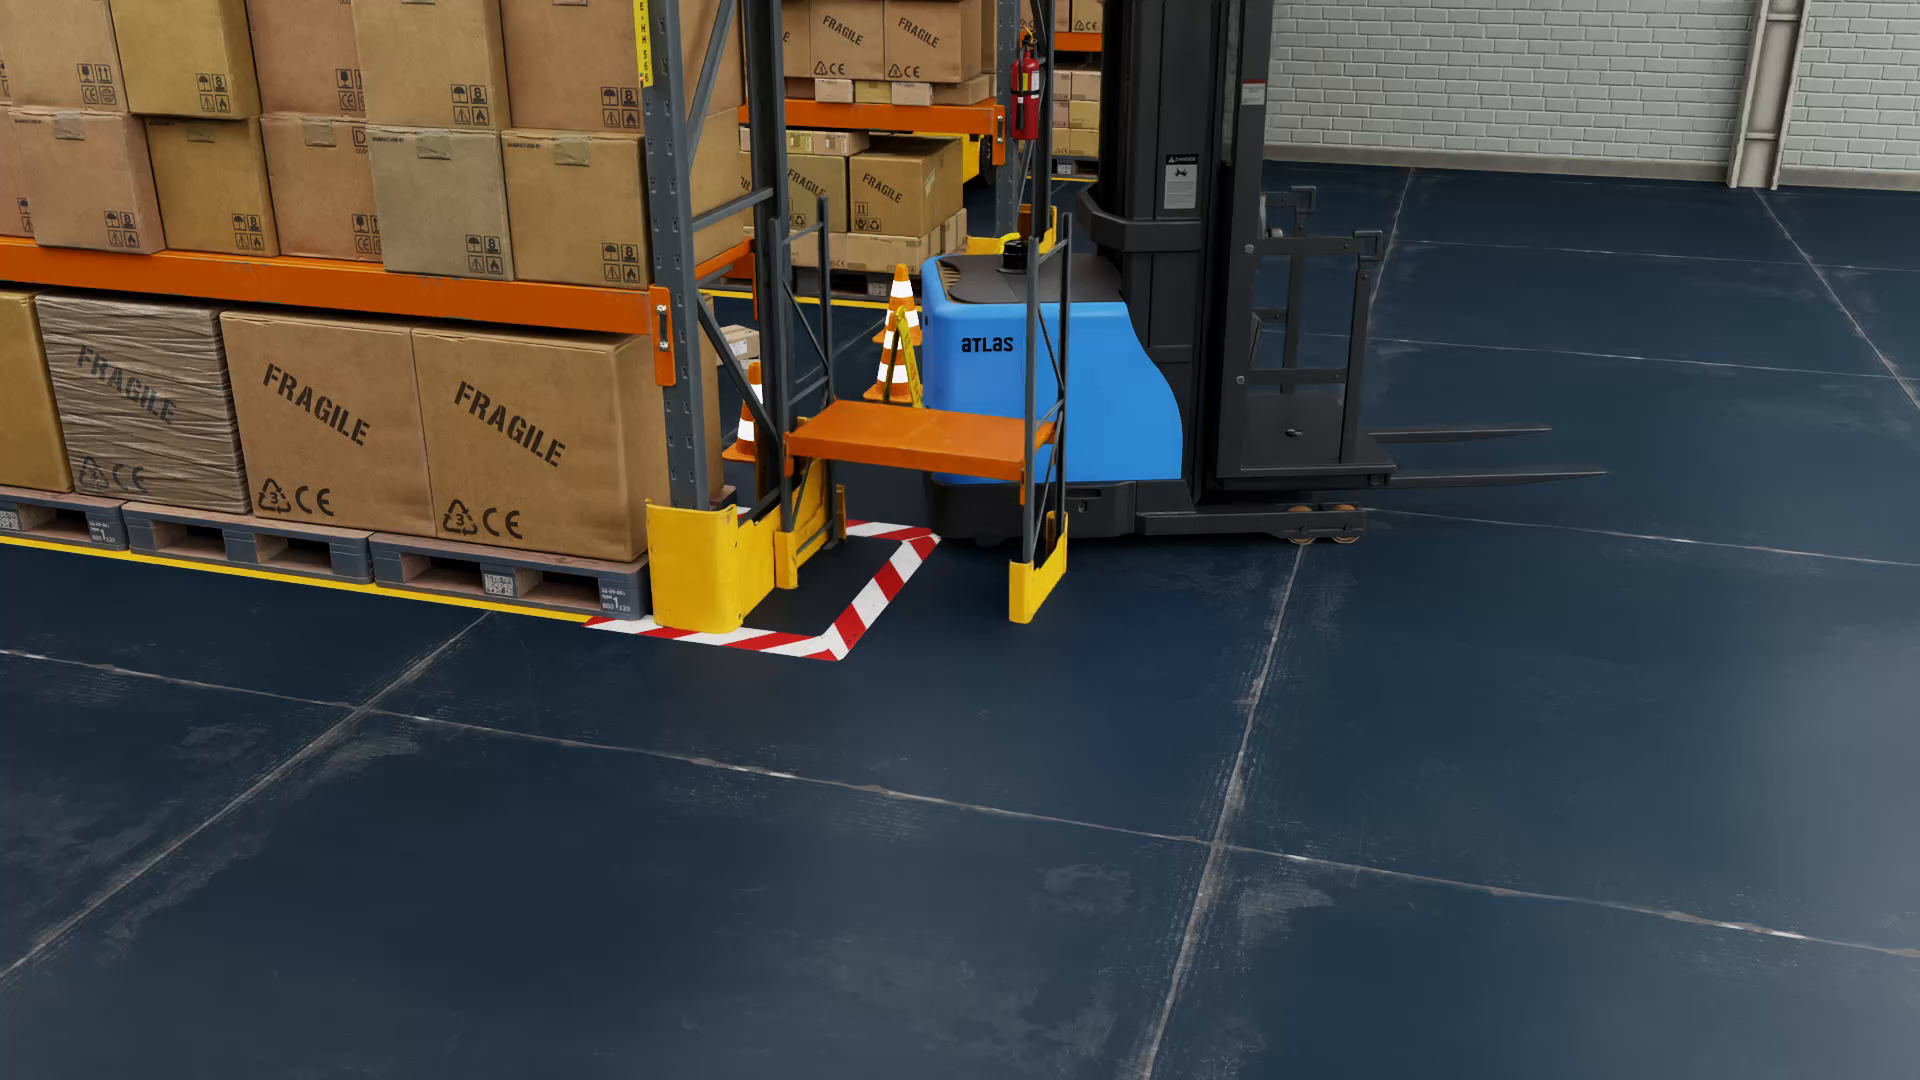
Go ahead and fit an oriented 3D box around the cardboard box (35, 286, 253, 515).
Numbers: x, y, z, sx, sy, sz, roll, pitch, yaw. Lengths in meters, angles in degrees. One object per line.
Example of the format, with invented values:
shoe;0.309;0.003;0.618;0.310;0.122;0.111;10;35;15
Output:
cardboard box;-3.286;-0.712;7.299;0.875;0.875;0.875;7;23;16

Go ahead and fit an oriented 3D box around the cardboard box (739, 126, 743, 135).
cardboard box;-1.779;-2.693;11.964;0.500;0.500;0.500;8;24;18

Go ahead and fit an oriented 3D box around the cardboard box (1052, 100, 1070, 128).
cardboard box;0.827;-4.019;15.527;0.500;0.250;0.500;6;23;15

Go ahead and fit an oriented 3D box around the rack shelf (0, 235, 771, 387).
rack shelf;-2.817;-1.140;7.045;4.000;0.370;1.077;7;23;16

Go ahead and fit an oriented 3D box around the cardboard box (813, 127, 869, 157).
cardboard box;-0.783;-2.641;10.984;0.250;0.149;0.380;7;23;17

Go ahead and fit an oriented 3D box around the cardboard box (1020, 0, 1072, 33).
cardboard box;0.820;-4.932;15.210;0.500;0.500;0.500;7;23;17

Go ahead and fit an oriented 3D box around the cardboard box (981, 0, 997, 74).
cardboard box;0.057;-3.400;11.082;0.500;0.500;0.500;6;23;15

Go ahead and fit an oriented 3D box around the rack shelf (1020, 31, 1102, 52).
rack shelf;-0.054;-4.754;15.854;4.000;0.370;1.077;7;23;16

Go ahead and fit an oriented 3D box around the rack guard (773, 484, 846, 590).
rack guard;-0.625;-0.020;6.989;0.087;0.250;0.587;7;23;17

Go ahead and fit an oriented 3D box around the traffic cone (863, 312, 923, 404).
traffic cone;-0.349;-1.027;9.165;0.334;0.463;0.336;7;23;16

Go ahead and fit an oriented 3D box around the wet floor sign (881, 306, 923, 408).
wet floor sign;-0.303;-0.881;8.567;0.232;0.644;0.267;3;22;6

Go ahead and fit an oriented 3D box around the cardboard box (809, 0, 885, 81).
cardboard box;-0.647;-3.263;10.749;0.500;0.500;0.500;7;23;16

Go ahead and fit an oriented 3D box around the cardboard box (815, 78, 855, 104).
cardboard box;-0.758;-2.951;10.843;0.250;0.149;0.380;7;23;16

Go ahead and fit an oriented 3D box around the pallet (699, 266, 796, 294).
pallet;-1.574;-2.018;11.911;1.213;0.211;1.003;7;23;16

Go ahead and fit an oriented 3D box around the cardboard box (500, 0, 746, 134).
cardboard box;-1.247;-1.877;6.274;0.550;0.550;0.875;7;23;16

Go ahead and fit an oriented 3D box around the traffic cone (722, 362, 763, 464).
traffic cone;-1.001;-0.654;8.255;0.334;0.463;0.336;7;23;16

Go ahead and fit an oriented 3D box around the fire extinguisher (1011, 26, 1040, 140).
fire extinguisher;0.407;-2.848;10.361;0.183;0.674;0.296;7;23;16

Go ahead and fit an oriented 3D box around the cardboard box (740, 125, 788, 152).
cardboard box;-1.274;-2.700;11.126;0.250;0.149;0.380;8;23;18

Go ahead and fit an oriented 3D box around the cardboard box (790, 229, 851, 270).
cardboard box;-0.915;-2.036;11.351;0.500;0.250;0.500;7;23;16

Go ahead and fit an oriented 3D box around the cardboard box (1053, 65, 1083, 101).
cardboard box;0.839;-4.243;15.413;0.500;0.250;0.500;7;23;16

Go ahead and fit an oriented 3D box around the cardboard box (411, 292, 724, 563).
cardboard box;-1.571;-0.515;6.820;0.875;0.875;0.875;7;23;16

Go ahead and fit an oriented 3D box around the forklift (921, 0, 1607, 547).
forklift;1.354;-1.534;7.147;3.031;2.935;1.130;-2;22;-4

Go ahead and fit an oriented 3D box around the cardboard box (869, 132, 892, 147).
cardboard box;-0.787;-2.579;11.688;0.500;0.500;0.500;6;23;14

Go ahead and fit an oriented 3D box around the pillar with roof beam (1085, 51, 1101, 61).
pillar with roof beam;0.211;-6.482;11.216;0.400;9.000;9.100;7;23;16

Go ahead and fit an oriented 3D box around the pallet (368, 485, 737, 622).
pallet;-1.691;-0.023;7.048;1.213;0.211;1.003;7;23;15

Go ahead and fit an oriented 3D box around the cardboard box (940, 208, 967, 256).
cardboard box;-0.262;-2.174;11.688;0.500;0.250;0.500;6;23;15

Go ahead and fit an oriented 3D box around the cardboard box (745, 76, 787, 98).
cardboard box;-1.234;-3.025;11.023;0.250;0.149;0.380;6;23;15

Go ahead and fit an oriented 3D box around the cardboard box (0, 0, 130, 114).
cardboard box;-3.351;-2.081;6.770;0.550;0.550;0.875;7;23;16

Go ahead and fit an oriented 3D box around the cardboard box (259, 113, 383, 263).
cardboard box;-2.304;-1.507;6.793;0.550;0.550;0.875;7;23;16

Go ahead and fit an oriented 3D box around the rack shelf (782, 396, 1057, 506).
rack shelf;-0.145;-0.370;6.669;1.000;0.185;0.538;7;23;17

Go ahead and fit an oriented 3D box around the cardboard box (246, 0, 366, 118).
cardboard box;-2.297;-2.015;6.609;0.550;0.550;0.875;7;23;16

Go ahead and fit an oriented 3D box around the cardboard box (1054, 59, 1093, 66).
cardboard box;0.976;-4.427;15.862;0.500;0.250;0.500;7;23;16

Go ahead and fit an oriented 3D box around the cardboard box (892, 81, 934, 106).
cardboard box;-0.264;-2.898;10.713;0.250;0.149;0.380;6;23;15

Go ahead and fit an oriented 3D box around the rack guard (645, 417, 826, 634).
rack guard;-0.880;-0.095;6.842;0.348;0.500;1.175;7;23;16

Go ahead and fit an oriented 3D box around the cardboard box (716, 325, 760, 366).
cardboard box;-1.407;-1.154;9.887;0.380;0.149;0.250;-20;29;-39

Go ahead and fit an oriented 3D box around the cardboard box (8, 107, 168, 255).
cardboard box;-3.359;-1.571;6.951;0.550;0.550;0.875;7;23;16

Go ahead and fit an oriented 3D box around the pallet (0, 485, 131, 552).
pallet;-4.027;-0.290;7.700;1.213;0.211;1.003;7;23;15

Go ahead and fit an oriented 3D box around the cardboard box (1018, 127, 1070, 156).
cardboard box;0.846;-3.784;15.612;0.500;0.250;0.500;7;23;15

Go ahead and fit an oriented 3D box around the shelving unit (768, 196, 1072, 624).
shelving unit;-0.154;-0.537;6.603;1.083;1.500;0.587;7;23;17

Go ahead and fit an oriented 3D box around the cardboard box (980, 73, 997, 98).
cardboard box;0.165;-3.060;11.107;0.250;0.149;0.380;7;23;16

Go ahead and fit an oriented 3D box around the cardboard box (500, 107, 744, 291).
cardboard box;-1.271;-1.347;6.405;0.550;0.550;0.875;7;23;16

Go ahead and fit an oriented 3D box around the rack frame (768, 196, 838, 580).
rack frame;-0.626;-0.598;6.752;0.032;1.500;0.500;7;23;17

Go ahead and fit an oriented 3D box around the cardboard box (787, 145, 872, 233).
cardboard box;-0.912;-2.381;11.205;0.500;0.500;0.500;7;23;17

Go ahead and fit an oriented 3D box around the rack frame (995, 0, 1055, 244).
rack frame;0.431;-3.063;10.785;0.127;3.000;1.000;7;23;16
